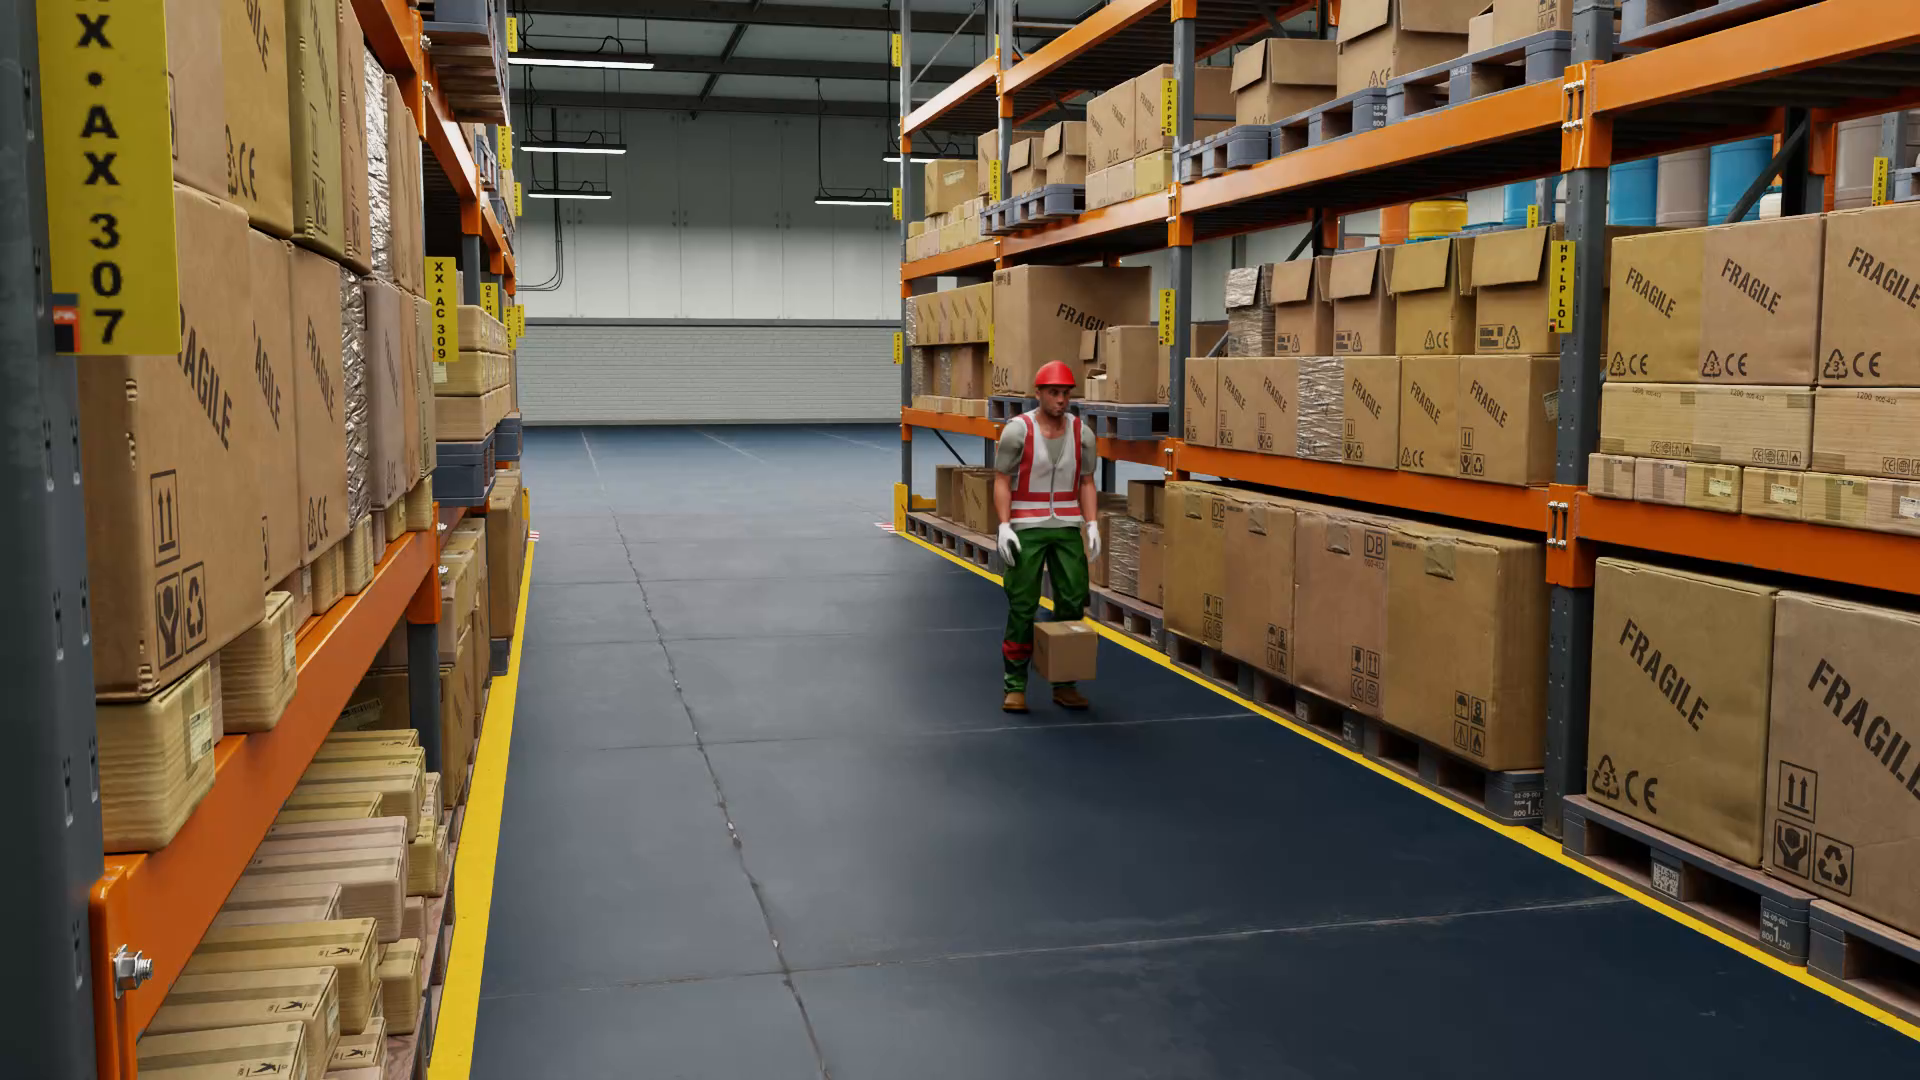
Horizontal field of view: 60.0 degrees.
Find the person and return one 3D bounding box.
[{"bbox_3d":[0.448,-0.025,8.545,0.563,1.782,0.431,-2,6,-15],"label":"person"}]
